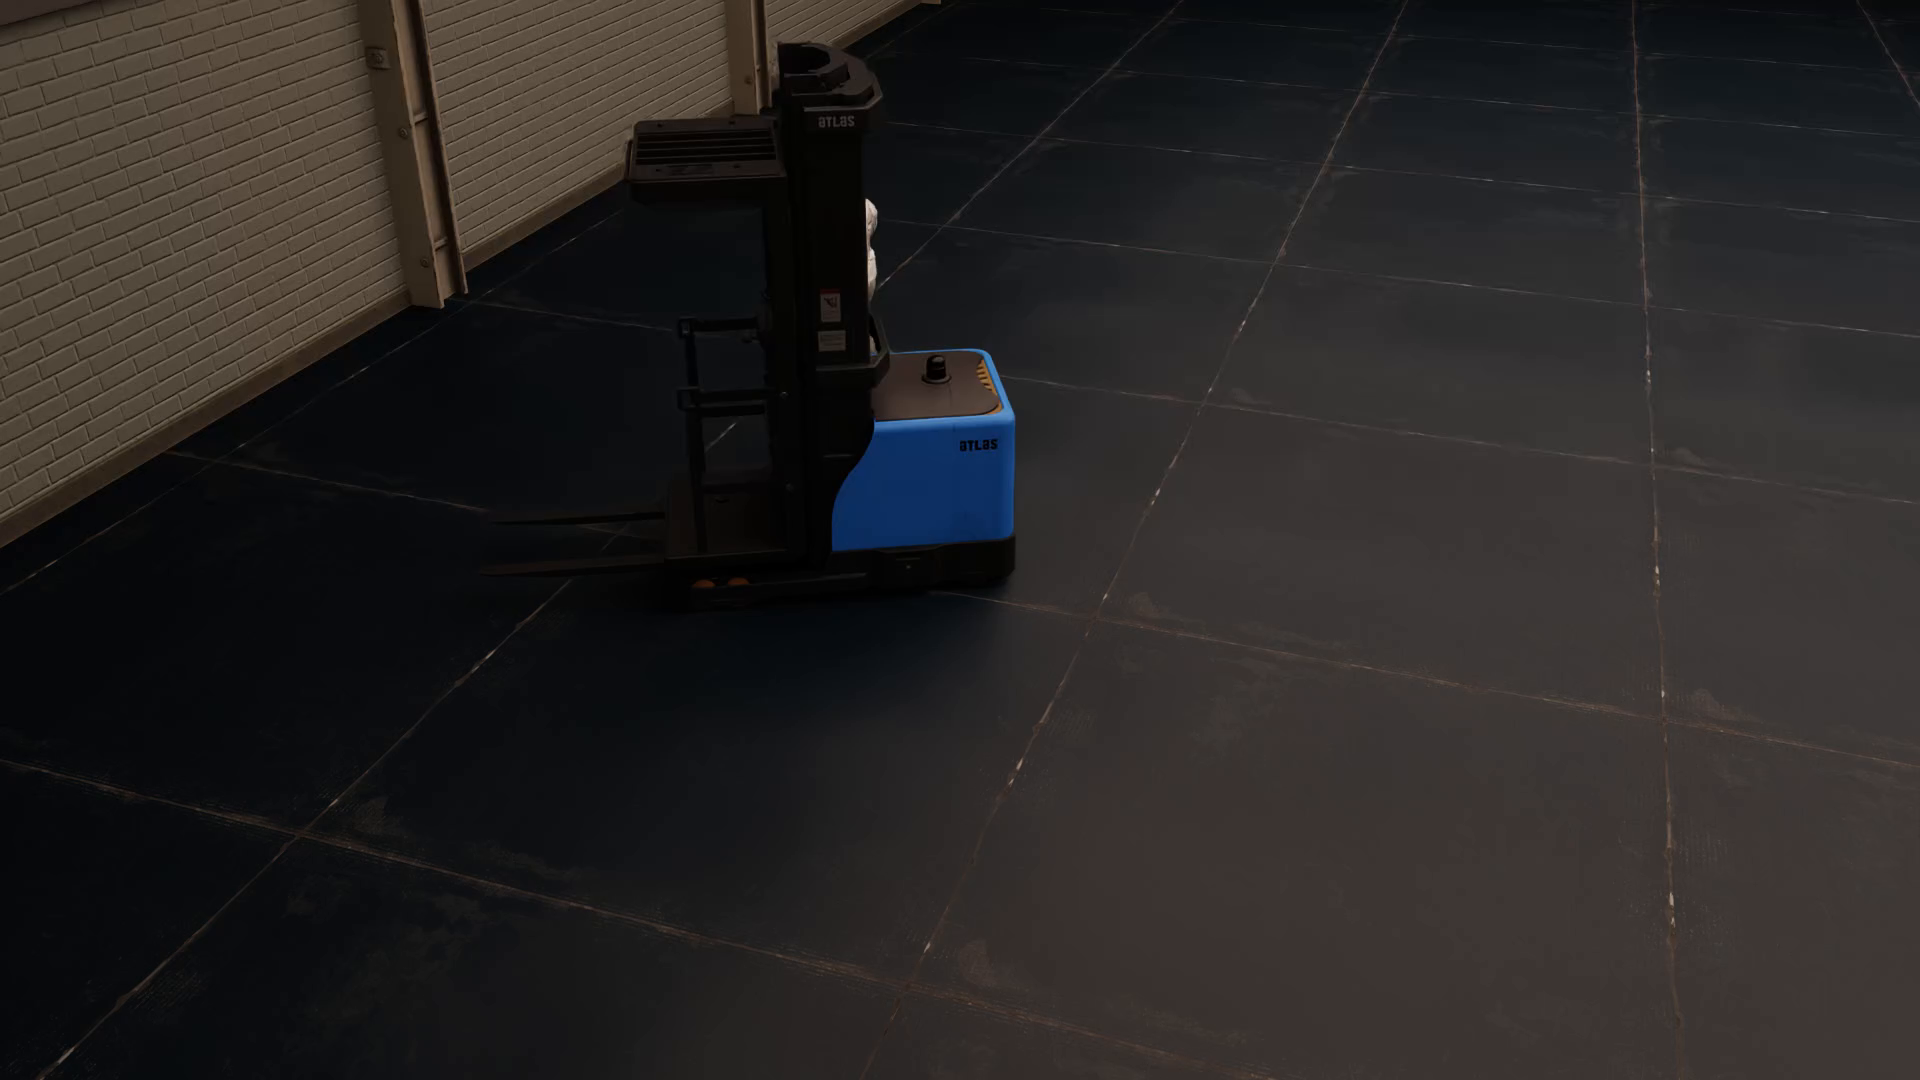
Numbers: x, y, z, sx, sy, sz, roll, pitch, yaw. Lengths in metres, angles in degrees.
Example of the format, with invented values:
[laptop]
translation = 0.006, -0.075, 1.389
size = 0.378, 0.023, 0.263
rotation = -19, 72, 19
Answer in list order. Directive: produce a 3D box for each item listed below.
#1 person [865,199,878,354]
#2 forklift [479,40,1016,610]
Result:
[person]
translation = -0.842, -1.855, 11.744
size = 0.630, 1.610, 0.595
rotation = -19, 35, -30
[forklift]
translation = -1.241, -1.158, 9.168
size = 3.031, 2.935, 1.130
rotation = -4, 30, -7
